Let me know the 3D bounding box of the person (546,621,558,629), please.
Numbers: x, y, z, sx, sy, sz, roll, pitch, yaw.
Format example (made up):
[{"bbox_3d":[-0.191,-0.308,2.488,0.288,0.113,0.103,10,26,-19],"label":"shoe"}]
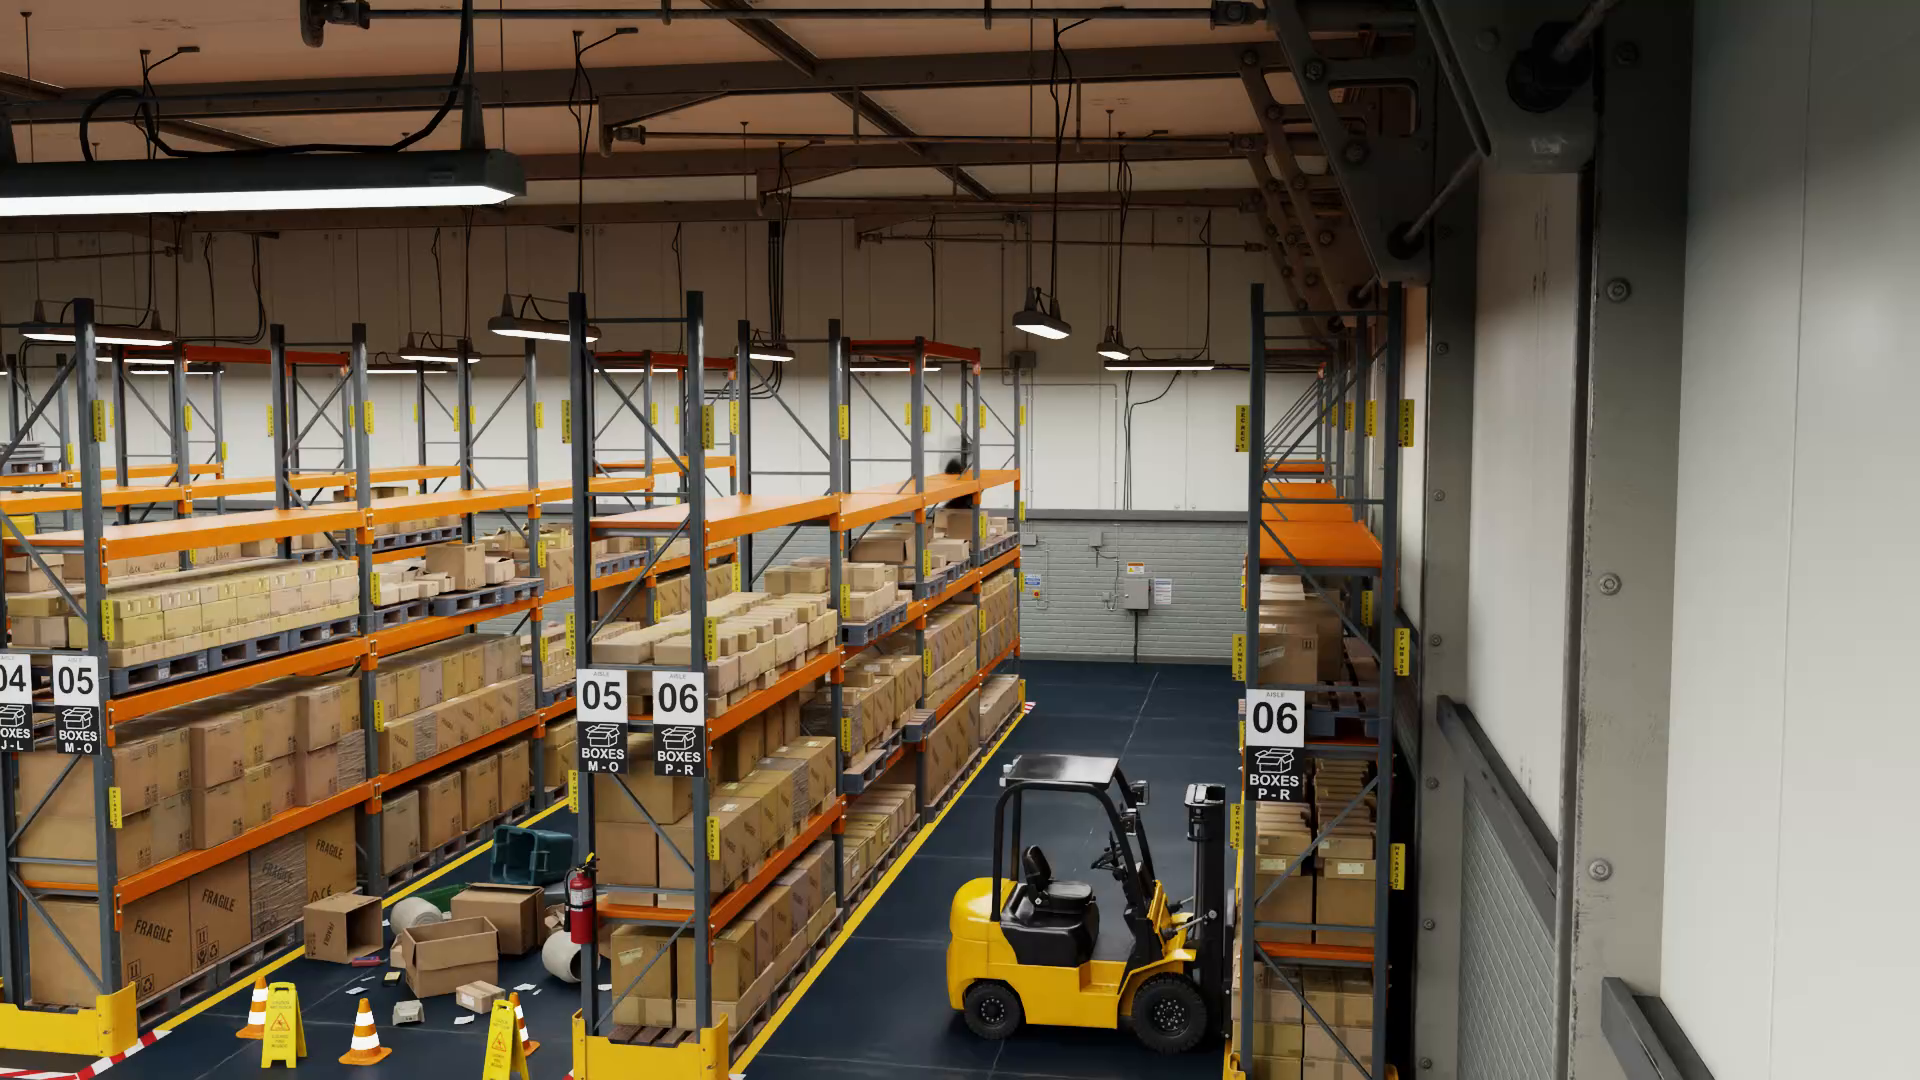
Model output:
[{"bbox_3d":[-6.629,2.154,26.866,0.637,1.678,0.612,1,5,9],"label":"person"}]
